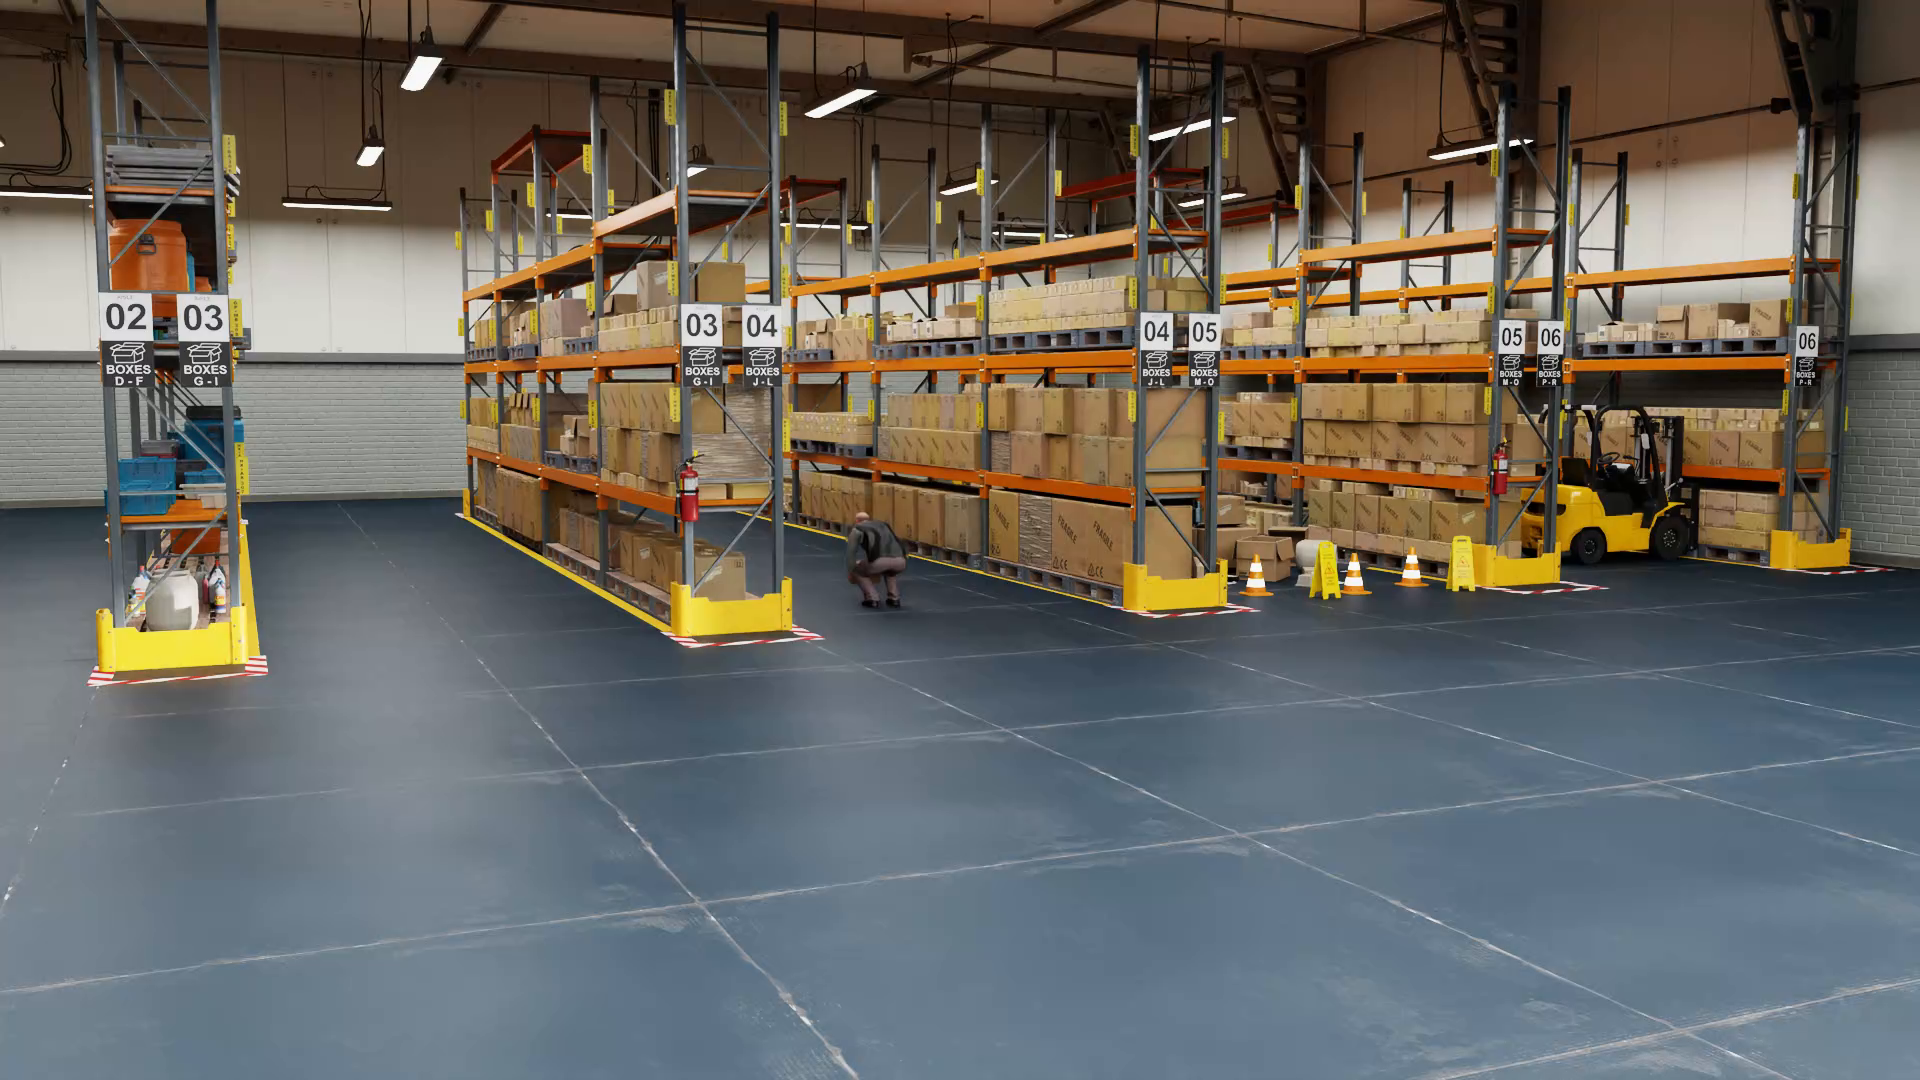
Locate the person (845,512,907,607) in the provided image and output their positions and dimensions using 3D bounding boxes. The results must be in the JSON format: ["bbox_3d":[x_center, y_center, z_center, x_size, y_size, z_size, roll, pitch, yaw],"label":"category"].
[{"bbox_3d":[-0.943,0.215,18.439,0.548,1.009,0.863,-2,6,-24],"label":"person"}]
